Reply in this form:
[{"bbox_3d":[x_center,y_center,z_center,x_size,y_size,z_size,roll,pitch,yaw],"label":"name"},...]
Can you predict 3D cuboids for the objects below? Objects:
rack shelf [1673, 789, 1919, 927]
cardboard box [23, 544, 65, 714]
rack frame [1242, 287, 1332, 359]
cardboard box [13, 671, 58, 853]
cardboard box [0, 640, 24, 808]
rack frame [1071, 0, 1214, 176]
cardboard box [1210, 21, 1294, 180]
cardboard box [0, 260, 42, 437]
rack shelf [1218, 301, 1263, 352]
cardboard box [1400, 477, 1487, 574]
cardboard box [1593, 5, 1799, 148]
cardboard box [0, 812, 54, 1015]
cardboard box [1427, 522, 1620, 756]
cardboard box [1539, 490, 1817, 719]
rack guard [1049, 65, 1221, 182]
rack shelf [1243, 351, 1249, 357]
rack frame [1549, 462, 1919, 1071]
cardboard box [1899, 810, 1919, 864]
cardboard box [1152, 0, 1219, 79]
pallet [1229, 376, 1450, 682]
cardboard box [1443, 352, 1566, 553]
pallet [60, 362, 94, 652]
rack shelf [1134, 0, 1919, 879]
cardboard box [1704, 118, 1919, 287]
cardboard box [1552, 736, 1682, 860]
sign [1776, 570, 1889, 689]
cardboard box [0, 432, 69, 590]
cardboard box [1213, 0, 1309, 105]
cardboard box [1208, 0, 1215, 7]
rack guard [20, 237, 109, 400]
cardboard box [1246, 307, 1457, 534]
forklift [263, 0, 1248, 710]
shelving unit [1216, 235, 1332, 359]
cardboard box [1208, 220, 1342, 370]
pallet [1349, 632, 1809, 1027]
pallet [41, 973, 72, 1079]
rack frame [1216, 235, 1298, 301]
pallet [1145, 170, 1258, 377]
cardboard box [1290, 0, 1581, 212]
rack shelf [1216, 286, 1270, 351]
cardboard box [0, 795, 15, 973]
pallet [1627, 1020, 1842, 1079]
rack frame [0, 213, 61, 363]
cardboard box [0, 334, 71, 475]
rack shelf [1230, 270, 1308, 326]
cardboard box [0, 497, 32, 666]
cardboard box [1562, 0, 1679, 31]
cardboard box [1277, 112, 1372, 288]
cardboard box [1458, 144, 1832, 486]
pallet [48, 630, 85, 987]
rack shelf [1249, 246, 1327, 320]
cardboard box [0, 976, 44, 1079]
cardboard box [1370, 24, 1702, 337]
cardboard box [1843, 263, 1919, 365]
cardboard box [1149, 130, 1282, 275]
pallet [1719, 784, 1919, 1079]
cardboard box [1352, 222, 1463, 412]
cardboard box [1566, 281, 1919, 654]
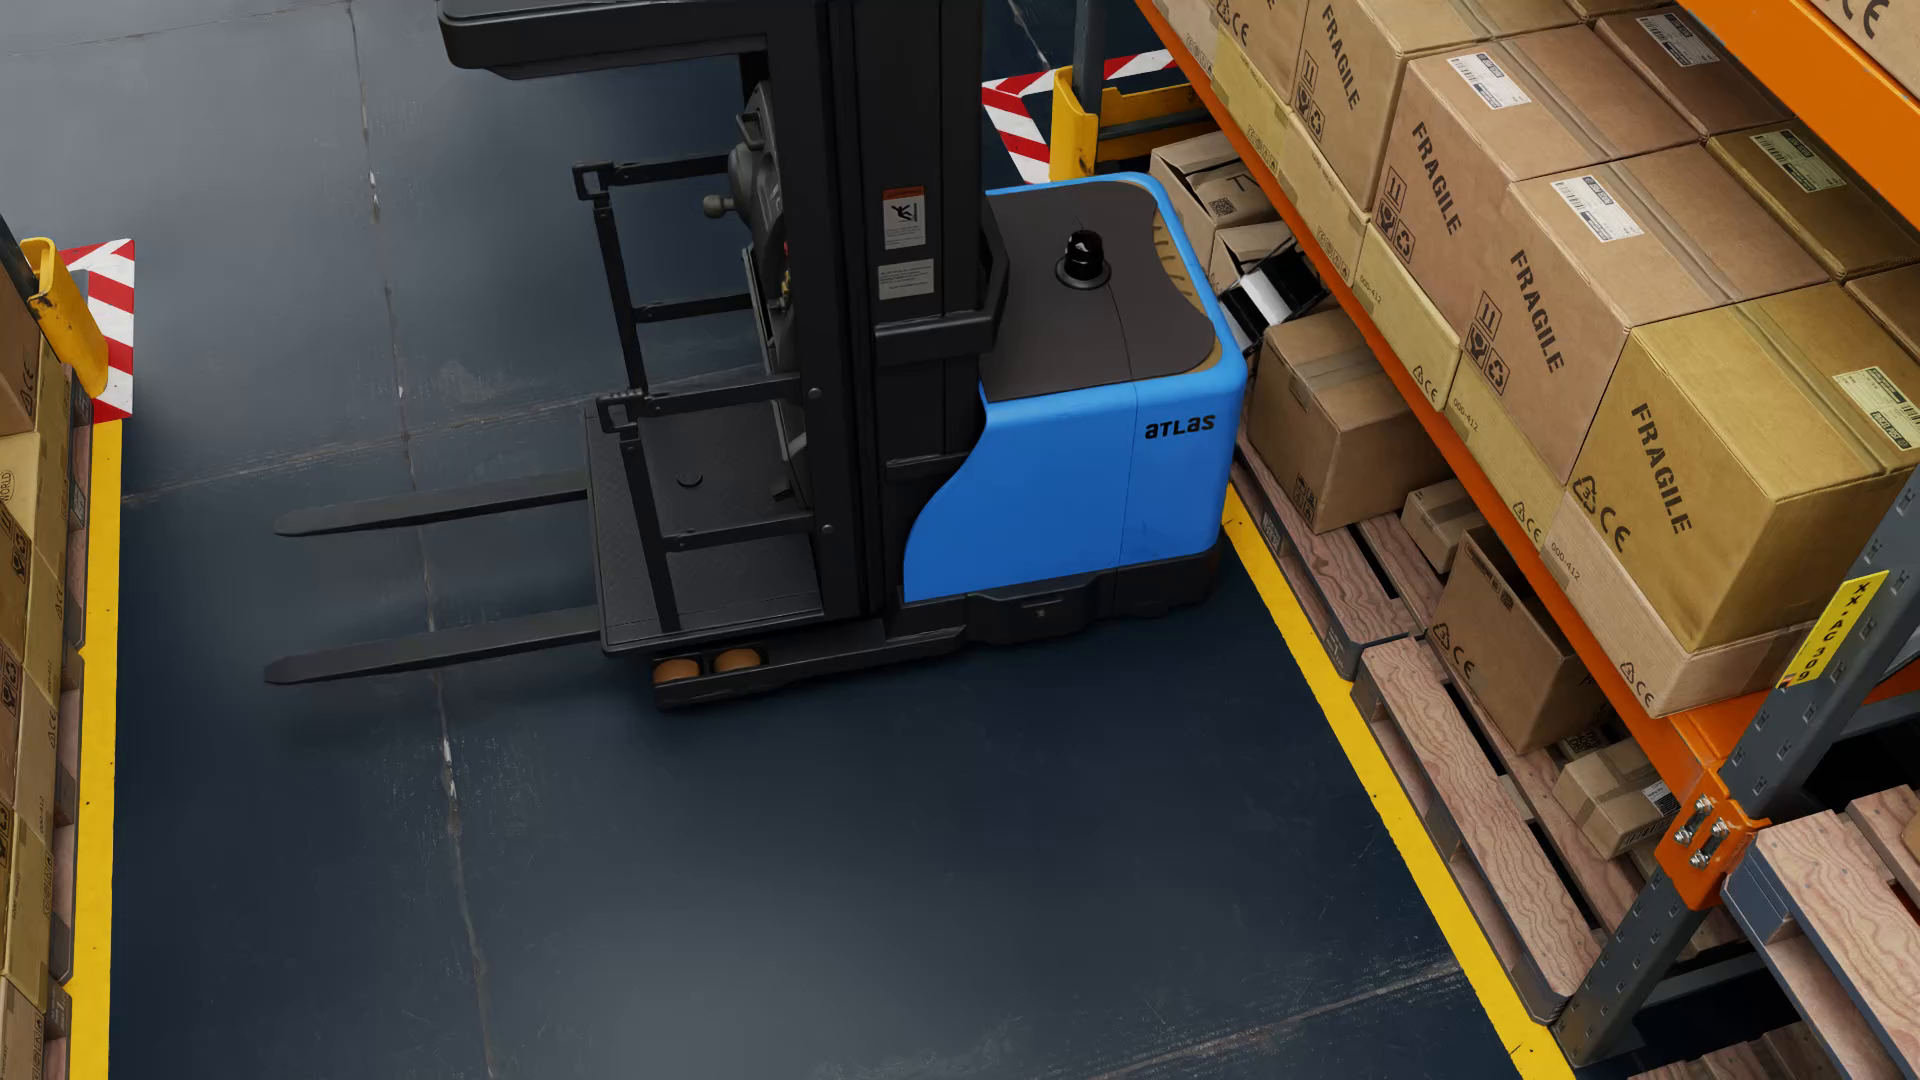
[{"bbox_3d":[2.721,2.013,2.562,1.077,0.370,4.000,-13,51,-11],"label":"rack shelf"},{"bbox_3d":[-3.034,0.325,5.038,0.500,0.250,0.500,-13,51,-11],"label":"cardboard box"},{"bbox_3d":[1.015,-0.663,5.708,0.006,0.900,0.240,55,38,4],"label":"rack frame"},{"bbox_3d":[-2.888,0.690,4.730,0.500,0.250,0.500,-13,51,-11],"label":"cardboard box"},{"bbox_3d":[-2.885,0.448,4.444,0.500,0.500,0.500,-13,51,-11],"label":"cardboard box"},{"bbox_3d":[0.947,-2.601,5.981,1.000,3.000,0.127,-13,51,-11],"label":"rack frame"},{"bbox_3d":[1.100,-1.381,5.038,0.500,0.250,0.500,-14,51,-12],"label":"cardboard box"},{"bbox_3d":[-3.341,-0.645,5.365,0.500,0.500,0.500,-13,51,-11],"label":"cardboard box"},{"bbox_3d":[0.936,-0.730,5.736,0.200,0.077,0.258,55,38,4],"label":"rack shelf"},{"bbox_3d":[1.676,-0.075,5.428,0.380,0.149,0.250,-17,52,-14],"label":"cardboard box"},{"bbox_3d":[1.899,-1.014,4.237,0.500,0.500,0.500,-12,51,-10],"label":"cardboard box"},{"bbox_3d":[-2.734,1.054,4.423,0.500,0.250,0.500,-13,51,-11],"label":"cardboard box"},{"bbox_3d":[1.785,0.235,4.937,0.500,0.500,0.500,-17,52,-14],"label":"cardboard box"},{"bbox_3d":[1.700,0.085,3.802,0.500,0.250,0.500,-13,51,-11],"label":"cardboard box"},{"bbox_3d":[0.970,-1.740,6.890,1.175,0.500,0.348,-13,51,-11],"label":"rack guard"},{"bbox_3d":[0.880,-0.685,5.791,0.200,0.077,0.258,55,38,4],"label":"rack shelf"},{"bbox_3d":[2.130,0.320,3.518,1.000,3.000,0.127,-13,51,-11],"label":"rack frame"},{"bbox_3d":[2.248,0.526,2.992,0.700,0.500,0.500,-13,51,-11],"label":"cardboard box"},{"bbox_3d":[0.955,-1.755,5.353,0.500,0.250,0.500,-15,51,-12],"label":"cardboard box"},{"bbox_3d":[1.533,-0.156,5.743,1.003,0.211,1.213,-13,51,-11],"label":"pallet"},{"bbox_3d":[1.561,-0.281,4.110,0.500,0.250,0.500,-13,51,-11],"label":"cardboard box"},{"bbox_3d":[-3.518,-0.030,5.638,1.003,0.211,1.213,-13,51,-11],"label":"pallet"},{"bbox_3d":[1.539,-0.908,5.024,1.077,0.370,4.000,-13,51,-11],"label":"rack shelf"},{"bbox_3d":[2.041,-0.649,3.929,0.500,0.500,0.500,-14,51,-11],"label":"cardboard box"},{"bbox_3d":[1.943,0.708,4.757,0.380,0.166,0.250,-19,53,-16],"label":"cardboard box"},{"bbox_3d":[1.614,0.170,3.079,0.100,0.325,0.005,-13,51,-11],"label":"sign"},{"bbox_3d":[-3.184,-0.040,5.346,0.500,0.250,0.500,-13,51,-11],"label":"cardboard box"},{"bbox_3d":[1.085,-1.642,4.767,0.500,0.500,0.500,-15,51,-12],"label":"cardboard box"},{"bbox_3d":[0.938,-2.021,5.086,0.500,0.500,0.500,-13,51,-11],"label":"cardboard box"},{"bbox_3d":[-3.791,-0.690,6.005,1.175,0.500,0.348,-13,51,-11],"label":"rack guard"},{"bbox_3d":[1.403,-0.448,5.513,0.700,0.500,0.500,-16,52,-13],"label":"cardboard box"},{"bbox_3d":[-0.722,-0.858,4.556,3.031,2.935,1.130,-9,50,-8],"label":"forklift"},{"bbox_3d":[0.957,-0.746,5.716,0.210,0.900,0.258,55,38,4],"label":"shelving unit"},{"bbox_3d":[1.234,-0.934,6.046,0.500,0.311,0.500,-10,51,-8],"label":"cardboard box"},{"bbox_3d":[1.898,0.737,4.991,1.003,0.211,1.213,-13,51,-11],"label":"pallet"},{"bbox_3d":[-2.796,1.752,4.135,1.003,0.211,1.213,-13,51,-11],"label":"pallet"},{"bbox_3d":[0.899,-0.829,5.724,0.006,0.900,0.240,55,38,4],"label":"rack frame"},{"bbox_3d":[1.176,-1.045,6.493,1.003,0.211,1.213,-13,51,-11],"label":"pallet"},{"bbox_3d":[1.249,-1.268,4.451,0.500,0.500,0.500,-12,51,-10],"label":"cardboard box"},{"bbox_3d":[0.992,-0.774,5.681,0.200,0.077,0.258,55,38,4],"label":"rack shelf"},{"bbox_3d":[-2.735,0.813,4.136,0.500,0.500,0.500,-13,51,-11],"label":"cardboard box"},{"bbox_3d":[2.362,1.788,4.105,1.003,0.211,1.213,-13,51,-11],"label":"pallet"},{"bbox_3d":[-3.784,-1.478,5.034,1.000,3.000,0.127,-13,51,-11],"label":"rack frame"},{"bbox_3d":[-3.343,-0.402,5.651,0.500,0.250,0.500,-13,51,-11],"label":"cardboard box"},{"bbox_3d":[1.048,-0.818,5.626,0.200,0.077,0.258,55,38,4],"label":"rack shelf"},{"bbox_3d":[-3.031,0.082,4.752,0.500,0.500,0.500,-13,51,-11],"label":"cardboard box"},{"bbox_3d":[1.735,-1.390,4.555,0.500,0.500,0.500,-13,51,-10],"label":"cardboard box"},{"bbox_3d":[1.248,-1.012,4.726,0.500,0.250,0.500,-13,51,-11],"label":"cardboard box"},{"bbox_3d":[1.542,-0.518,3.819,0.500,0.500,0.500,-14,51,-11],"label":"cardboard box"},{"bbox_3d":[-3.161,0.859,4.888,1.003,0.211,1.213,-13,51,-11],"label":"pallet"},{"bbox_3d":[1.104,-0.862,5.571,0.200,0.077,0.258,55,38,4],"label":"rack shelf"},{"bbox_3d":[-2.592,1.421,4.114,0.500,0.250,0.500,-13,51,-11],"label":"cardboard box"},{"bbox_3d":[1.403,-0.888,4.131,0.500,0.500,0.500,-15,51,-12],"label":"cardboard box"},{"bbox_3d":[2.191,-0.270,3.610,0.500,0.500,0.500,-14,51,-12],"label":"cardboard box"},{"bbox_3d":[1.066,-1.351,6.397,0.500,0.311,0.500,-19,52,-15],"label":"cardboard box"},{"bbox_3d":[2.217,0.973,3.093,1.003,0.211,1.213,-13,51,-11],"label":"pallet"},{"bbox_3d":[1.397,-0.645,4.417,0.500,0.250,0.500,-14,51,-11],"label":"cardboard box"},{"bbox_3d":[1.695,-0.155,3.513,0.500,0.500,0.500,-13,51,-11],"label":"cardboard box"}]
